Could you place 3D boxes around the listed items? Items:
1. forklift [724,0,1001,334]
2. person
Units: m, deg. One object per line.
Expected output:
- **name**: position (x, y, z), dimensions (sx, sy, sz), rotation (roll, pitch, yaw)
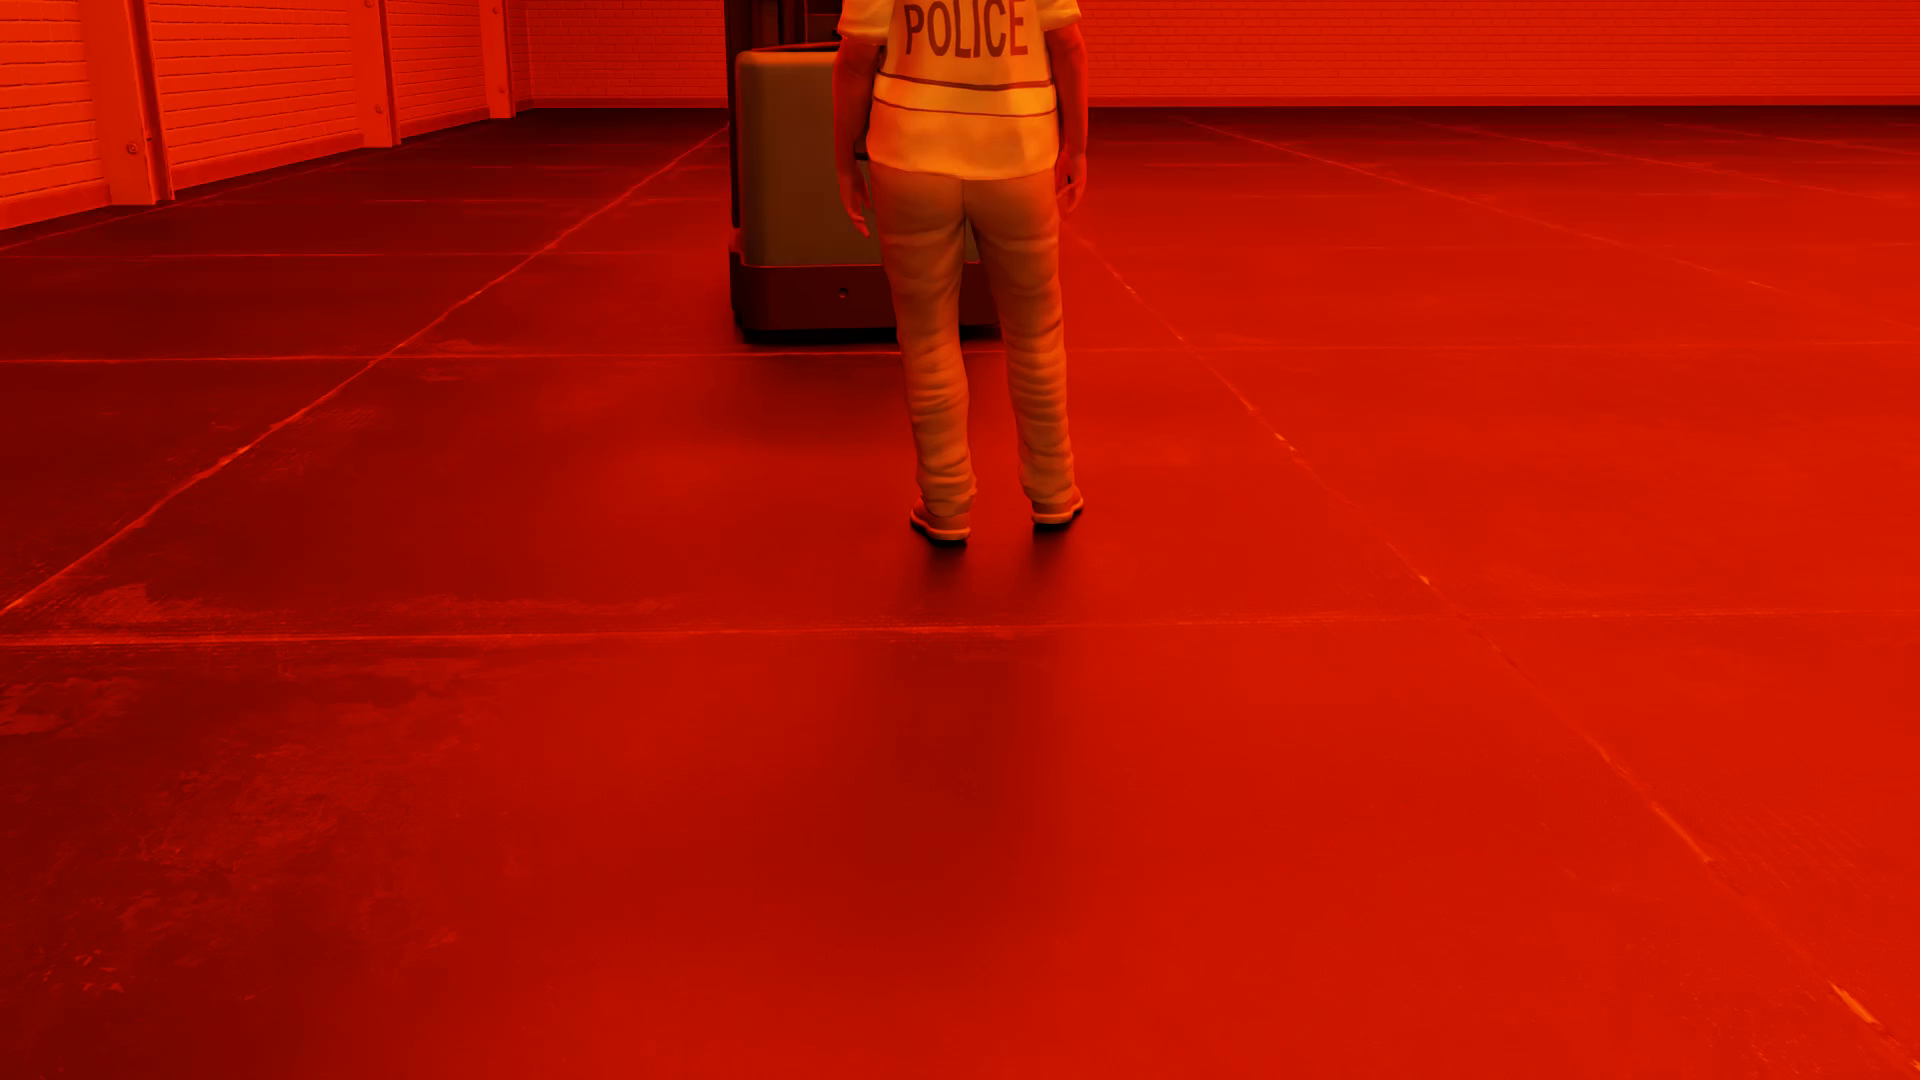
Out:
- **forklift**: position (-0.505, -2.575, 7.326), dimensions (1.130, 2.935, 3.031), rotation (-2, 17, -8)
- **person**: position (0.019, -0.827, 3.746), dimensions (0.598, 1.670, 0.529), rotation (-1, 17, -3)
